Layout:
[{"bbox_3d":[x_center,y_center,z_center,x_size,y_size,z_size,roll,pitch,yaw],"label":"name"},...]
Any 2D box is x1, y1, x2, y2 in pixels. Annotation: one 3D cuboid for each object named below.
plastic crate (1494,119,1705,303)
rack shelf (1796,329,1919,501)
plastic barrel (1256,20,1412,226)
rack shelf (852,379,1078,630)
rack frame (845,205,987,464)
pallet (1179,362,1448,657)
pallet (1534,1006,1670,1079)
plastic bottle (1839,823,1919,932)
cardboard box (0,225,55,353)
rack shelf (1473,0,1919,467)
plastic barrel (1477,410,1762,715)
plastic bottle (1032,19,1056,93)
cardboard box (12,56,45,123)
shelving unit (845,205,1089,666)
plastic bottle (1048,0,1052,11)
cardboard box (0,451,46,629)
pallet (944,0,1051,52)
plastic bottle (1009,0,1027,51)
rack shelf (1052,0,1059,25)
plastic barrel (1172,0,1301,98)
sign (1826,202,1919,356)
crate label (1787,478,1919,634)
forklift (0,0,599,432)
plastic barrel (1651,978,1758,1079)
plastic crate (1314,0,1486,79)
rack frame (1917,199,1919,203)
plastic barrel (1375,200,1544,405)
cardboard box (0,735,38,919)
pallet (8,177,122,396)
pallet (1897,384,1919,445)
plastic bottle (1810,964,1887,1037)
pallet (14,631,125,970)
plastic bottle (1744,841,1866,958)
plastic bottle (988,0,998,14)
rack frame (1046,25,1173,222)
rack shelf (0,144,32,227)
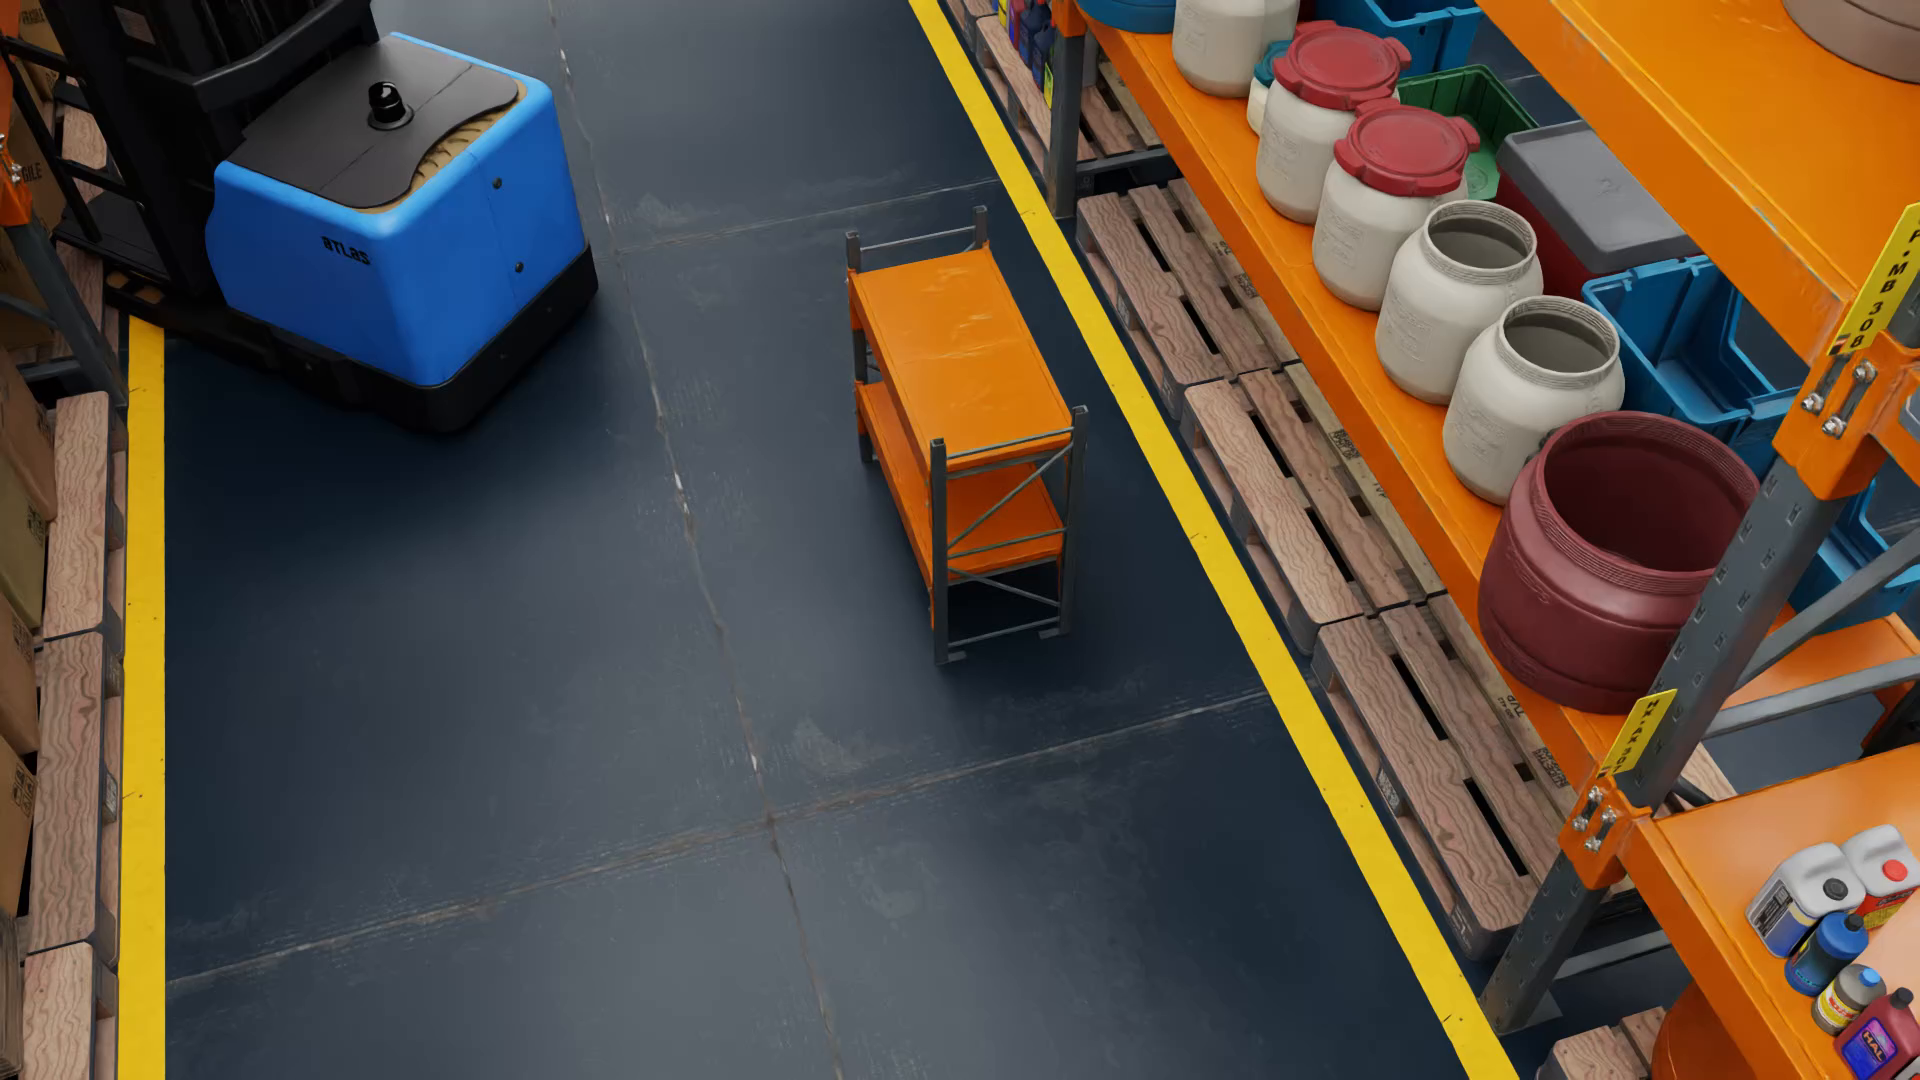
[{"bbox_3d":[1.884,-0.901,5.006,0.402,0.464,0.583,-13,51,-11],"label":"plastic crate"},{"bbox_3d":[2.661,1.095,1.874,1.077,0.370,4.000,-13,51,-11],"label":"rack shelf"},{"bbox_3d":[1.177,-1.312,5.305,0.433,0.535,0.433,0,50,0],"label":"plastic barrel"},{"bbox_3d":[0.002,-0.200,6.003,0.538,0.278,1.000,-13,51,-11],"label":"rack shelf"},{"bbox_3d":[-0.148,-0.729,6.129,0.500,1.125,0.032,-13,51,-11],"label":"rack frame"},{"bbox_3d":[1.520,-0.196,6.277,1.003,0.211,1.213,-13,51,-11],"label":"pallet"},{"bbox_3d":[2.342,1.834,4.565,1.003,0.211,1.213,-13,51,-11],"label":"pallet"},{"bbox_3d":[2.034,0.764,3.725,0.152,0.276,0.135,-13,51,-11],"label":"plastic bottle"},{"bbox_3d":[-3.925,-1.063,6.545,0.500,0.500,0.500,-15,51,-12],"label":"cardboard box"},{"bbox_3d":[1.478,-1.826,4.336,1.077,0.370,4.000,-13,51,-11],"label":"rack shelf"},{"bbox_3d":[1.642,0.055,4.153,0.600,0.536,0.708,-13,51,-11],"label":"plastic barrel"},{"bbox_3d":[0.420,-2.245,7.626,0.144,0.351,0.185,-15,51,-12],"label":"plastic bottle"},{"bbox_3d":[-4.361,-1.915,7.263,0.500,0.500,0.500,-17,52,-14],"label":"cardboard box"},{"bbox_3d":[0.002,-0.358,5.816,0.538,1.125,1.048,-13,51,-11],"label":"shelving unit"},{"bbox_3d":[0.498,-2.413,7.816,0.152,0.276,0.135,-13,51,-11],"label":"plastic bottle"},{"bbox_3d":[-3.561,0.037,5.604,0.700,0.500,0.500,-14,51,-11],"label":"cardboard box"},{"bbox_3d":[0.363,-3.046,8.680,1.003,0.211,1.213,-13,51,-11],"label":"pallet"},{"bbox_3d":[0.276,-2.473,7.862,0.061,0.283,0.133,-10,51,-9],"label":"plastic bottle"},{"bbox_3d":[0.295,-3.781,7.946,1.077,0.370,4.000,-13,51,-11],"label":"rack shelf"},{"bbox_3d":[0.960,-1.848,5.757,0.433,0.535,0.433,0,50,0],"label":"plastic barrel"},{"bbox_3d":[1.546,-0.434,2.761,0.100,0.325,0.005,-13,51,-11],"label":"sign"},{"bbox_3d":[2.303,0.031,4.372,0.303,0.233,0.416,-13,51,-11],"label":"crate label"},{"bbox_3d":[-3.081,-2.185,6.175,3.031,2.935,1.130,22,53,17],"label":"forklift"},{"bbox_3d":[2.230,1.287,4.348,0.600,0.830,0.708,-13,51,-11],"label":"plastic barrel"},{"bbox_3d":[1.510,-1.812,5.826,0.392,0.384,0.575,-13,51,-11],"label":"plastic crate"},{"bbox_3d":[2.069,-1.564,1.683,1.000,3.000,0.127,-13,51,-11],"label":"rack frame"},{"bbox_3d":[1.436,-0.677,4.786,0.421,0.512,0.421,0,50,0],"label":"plastic barrel"},{"bbox_3d":[-3.230,0.853,4.916,0.700,0.500,0.500,-9,51,-8],"label":"cardboard box"},{"bbox_3d":[-4.078,-1.016,6.969,1.003,0.211,1.213,-13,51,-11],"label":"pallet"},{"bbox_3d":[2.202,0.044,2.413,1.003,0.211,1.213,-13,51,-11],"label":"pallet"},{"bbox_3d":[1.925,0.984,3.588,0.097,0.201,0.097,0,50,0],"label":"plastic bottle"},{"bbox_3d":[-3.249,0.927,5.330,1.003,0.211,1.213,-13,51,-11],"label":"pallet"},{"bbox_3d":[1.888,0.798,3.696,0.152,0.276,0.135,-13,51,-11],"label":"plastic bottle"},{"bbox_3d":[0.224,-2.717,8.072,0.152,0.276,0.135,-12,51,-10],"label":"plastic bottle"},{"bbox_3d":[0.886,-2.552,6.440,1.000,3.000,0.127,-13,51,-11],"label":"rack frame"},{"bbox_3d":[-3.254,0.260,4.539,1.077,0.370,4.000,-13,51,-11],"label":"rack shelf"}]
